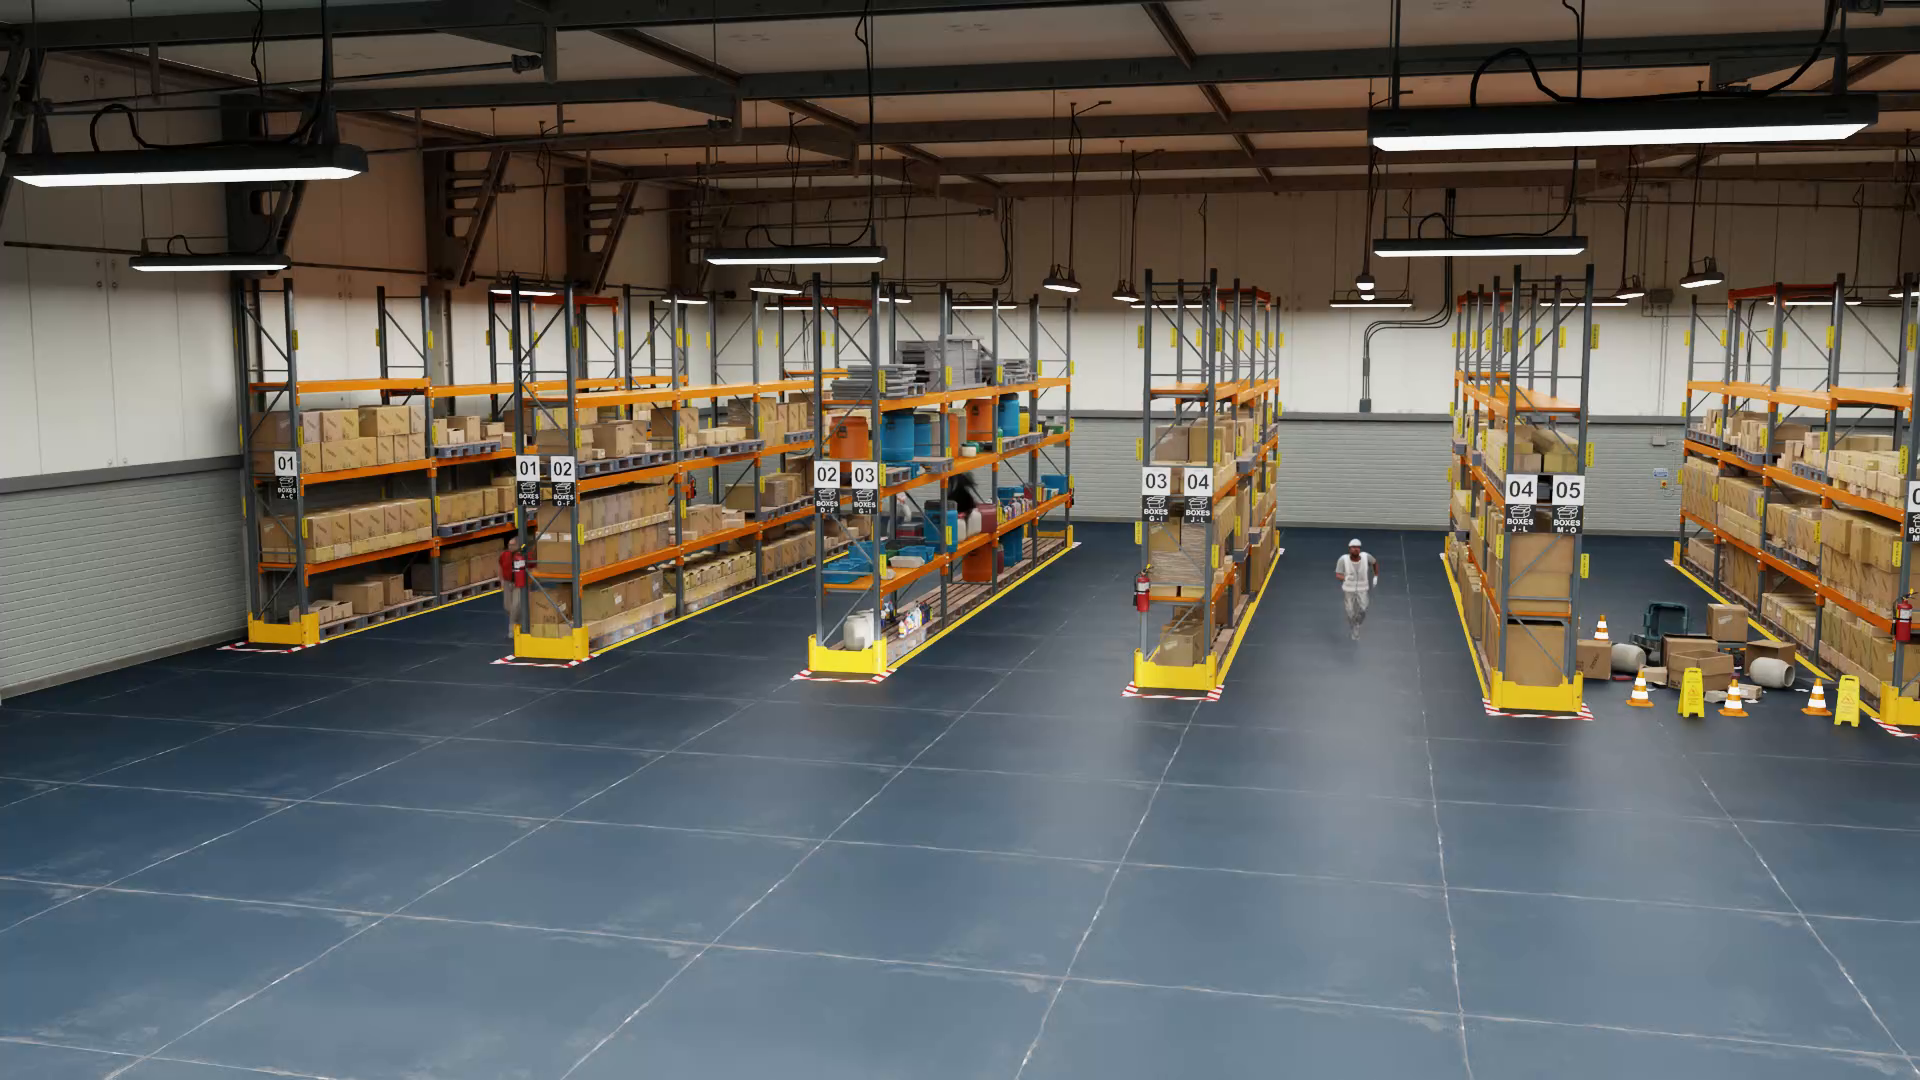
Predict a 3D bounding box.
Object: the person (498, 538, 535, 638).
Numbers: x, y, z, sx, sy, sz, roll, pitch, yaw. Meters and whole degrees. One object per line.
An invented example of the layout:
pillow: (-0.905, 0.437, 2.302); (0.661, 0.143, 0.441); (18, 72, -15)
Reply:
person: (-7.537, 0.801, 28.353); (0.677, 1.697, 0.774); (1, 7, 12)

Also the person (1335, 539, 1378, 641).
person: (6.559, 0.841, 27.464); (0.726, 1.723, 0.728); (1, 7, 6)

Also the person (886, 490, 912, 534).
person: (-1.601, -0.907, 42.333); (0.792, 1.835, 0.708); (5, 8, 35)
